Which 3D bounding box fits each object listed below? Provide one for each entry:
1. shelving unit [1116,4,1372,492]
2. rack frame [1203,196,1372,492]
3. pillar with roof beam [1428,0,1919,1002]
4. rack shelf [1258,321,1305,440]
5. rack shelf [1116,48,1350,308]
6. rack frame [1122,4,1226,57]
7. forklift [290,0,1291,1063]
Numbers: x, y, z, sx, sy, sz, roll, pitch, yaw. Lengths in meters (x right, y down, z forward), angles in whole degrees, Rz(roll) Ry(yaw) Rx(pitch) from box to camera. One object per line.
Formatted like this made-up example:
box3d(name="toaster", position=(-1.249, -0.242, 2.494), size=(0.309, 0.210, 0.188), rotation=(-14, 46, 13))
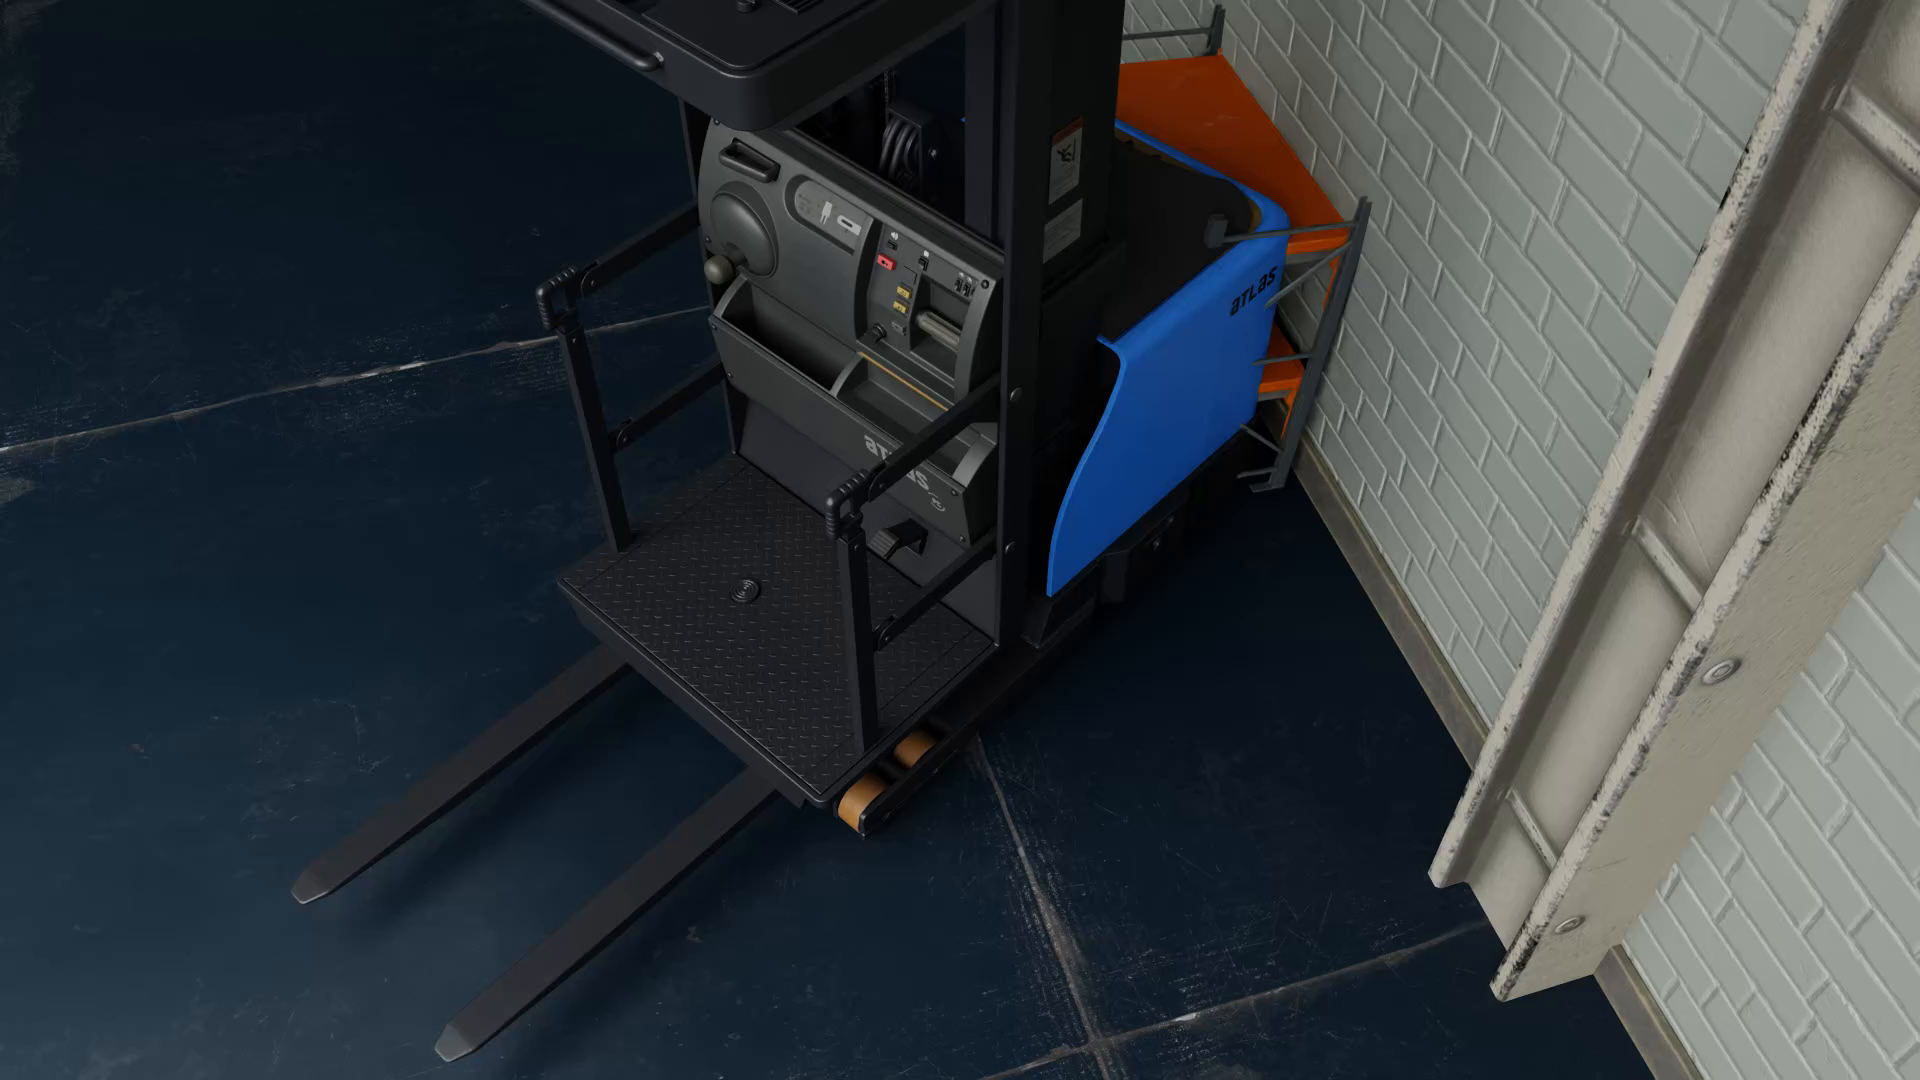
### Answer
box3d(name="shelving unit", position=(0.708, -0.888, 5.242), size=(0.538, 1.125, 1.048), rotation=(-10, 50, -15))
box3d(name="rack frame", position=(0.859, -0.521, 4.924), size=(0.500, 1.125, 0.032), rotation=(-10, 50, -15))
box3d(name="pillar with roof beam", position=(-2.645, -0.924, 0.143), size=(9.100, 9.000, 0.400), rotation=(-13, 51, -11))
box3d(name="rack shelf", position=(0.686, -0.723, 5.421), size=(0.538, 0.278, 1.000), rotation=(-10, 50, -15))
box3d(name="rack shelf", position=(0.734, -1.085, 5.027), size=(0.538, 0.278, 1.000), rotation=(-10, 50, -15))
box3d(name="rack frame", position=(0.556, -1.254, 5.560), size=(0.500, 1.125, 0.032), rotation=(-10, 50, -15))
box3d(name="forklift", position=(-0.427, -0.591, 3.831), size=(1.130, 2.935, 3.031), rotation=(35, 58, 26))
